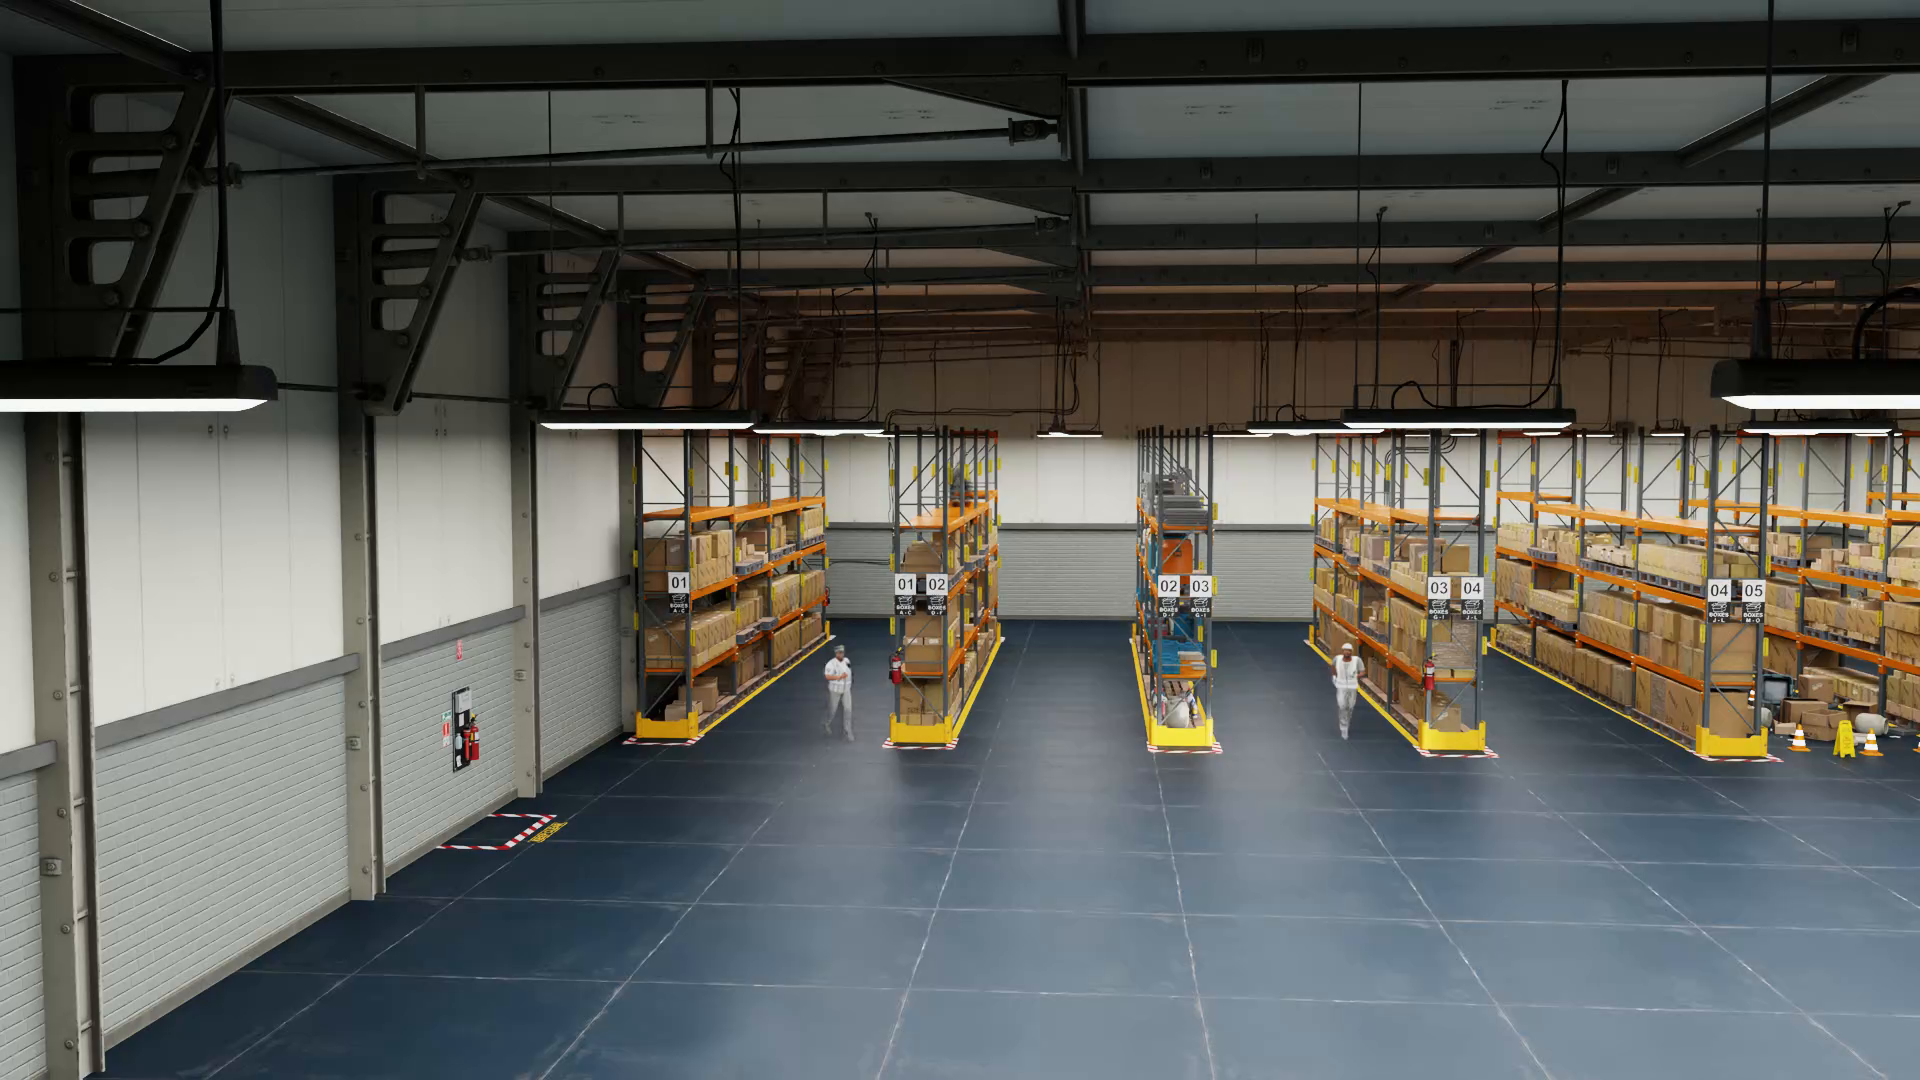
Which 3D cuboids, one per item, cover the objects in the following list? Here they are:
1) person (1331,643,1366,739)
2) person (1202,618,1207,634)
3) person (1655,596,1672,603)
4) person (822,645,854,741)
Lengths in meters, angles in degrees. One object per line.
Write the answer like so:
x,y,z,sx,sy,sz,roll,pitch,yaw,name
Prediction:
7.542,2.908,32.323,0.631,1.843,1.002,0,3,7,person
7.226,1.986,49.290,0.506,1.622,0.706,2,4,30,person
20.205,1.990,47.865,0.637,1.736,0.709,-1,4,-12,person
-2.344,2.895,31.913,0.628,1.795,0.959,-2,4,-32,person
